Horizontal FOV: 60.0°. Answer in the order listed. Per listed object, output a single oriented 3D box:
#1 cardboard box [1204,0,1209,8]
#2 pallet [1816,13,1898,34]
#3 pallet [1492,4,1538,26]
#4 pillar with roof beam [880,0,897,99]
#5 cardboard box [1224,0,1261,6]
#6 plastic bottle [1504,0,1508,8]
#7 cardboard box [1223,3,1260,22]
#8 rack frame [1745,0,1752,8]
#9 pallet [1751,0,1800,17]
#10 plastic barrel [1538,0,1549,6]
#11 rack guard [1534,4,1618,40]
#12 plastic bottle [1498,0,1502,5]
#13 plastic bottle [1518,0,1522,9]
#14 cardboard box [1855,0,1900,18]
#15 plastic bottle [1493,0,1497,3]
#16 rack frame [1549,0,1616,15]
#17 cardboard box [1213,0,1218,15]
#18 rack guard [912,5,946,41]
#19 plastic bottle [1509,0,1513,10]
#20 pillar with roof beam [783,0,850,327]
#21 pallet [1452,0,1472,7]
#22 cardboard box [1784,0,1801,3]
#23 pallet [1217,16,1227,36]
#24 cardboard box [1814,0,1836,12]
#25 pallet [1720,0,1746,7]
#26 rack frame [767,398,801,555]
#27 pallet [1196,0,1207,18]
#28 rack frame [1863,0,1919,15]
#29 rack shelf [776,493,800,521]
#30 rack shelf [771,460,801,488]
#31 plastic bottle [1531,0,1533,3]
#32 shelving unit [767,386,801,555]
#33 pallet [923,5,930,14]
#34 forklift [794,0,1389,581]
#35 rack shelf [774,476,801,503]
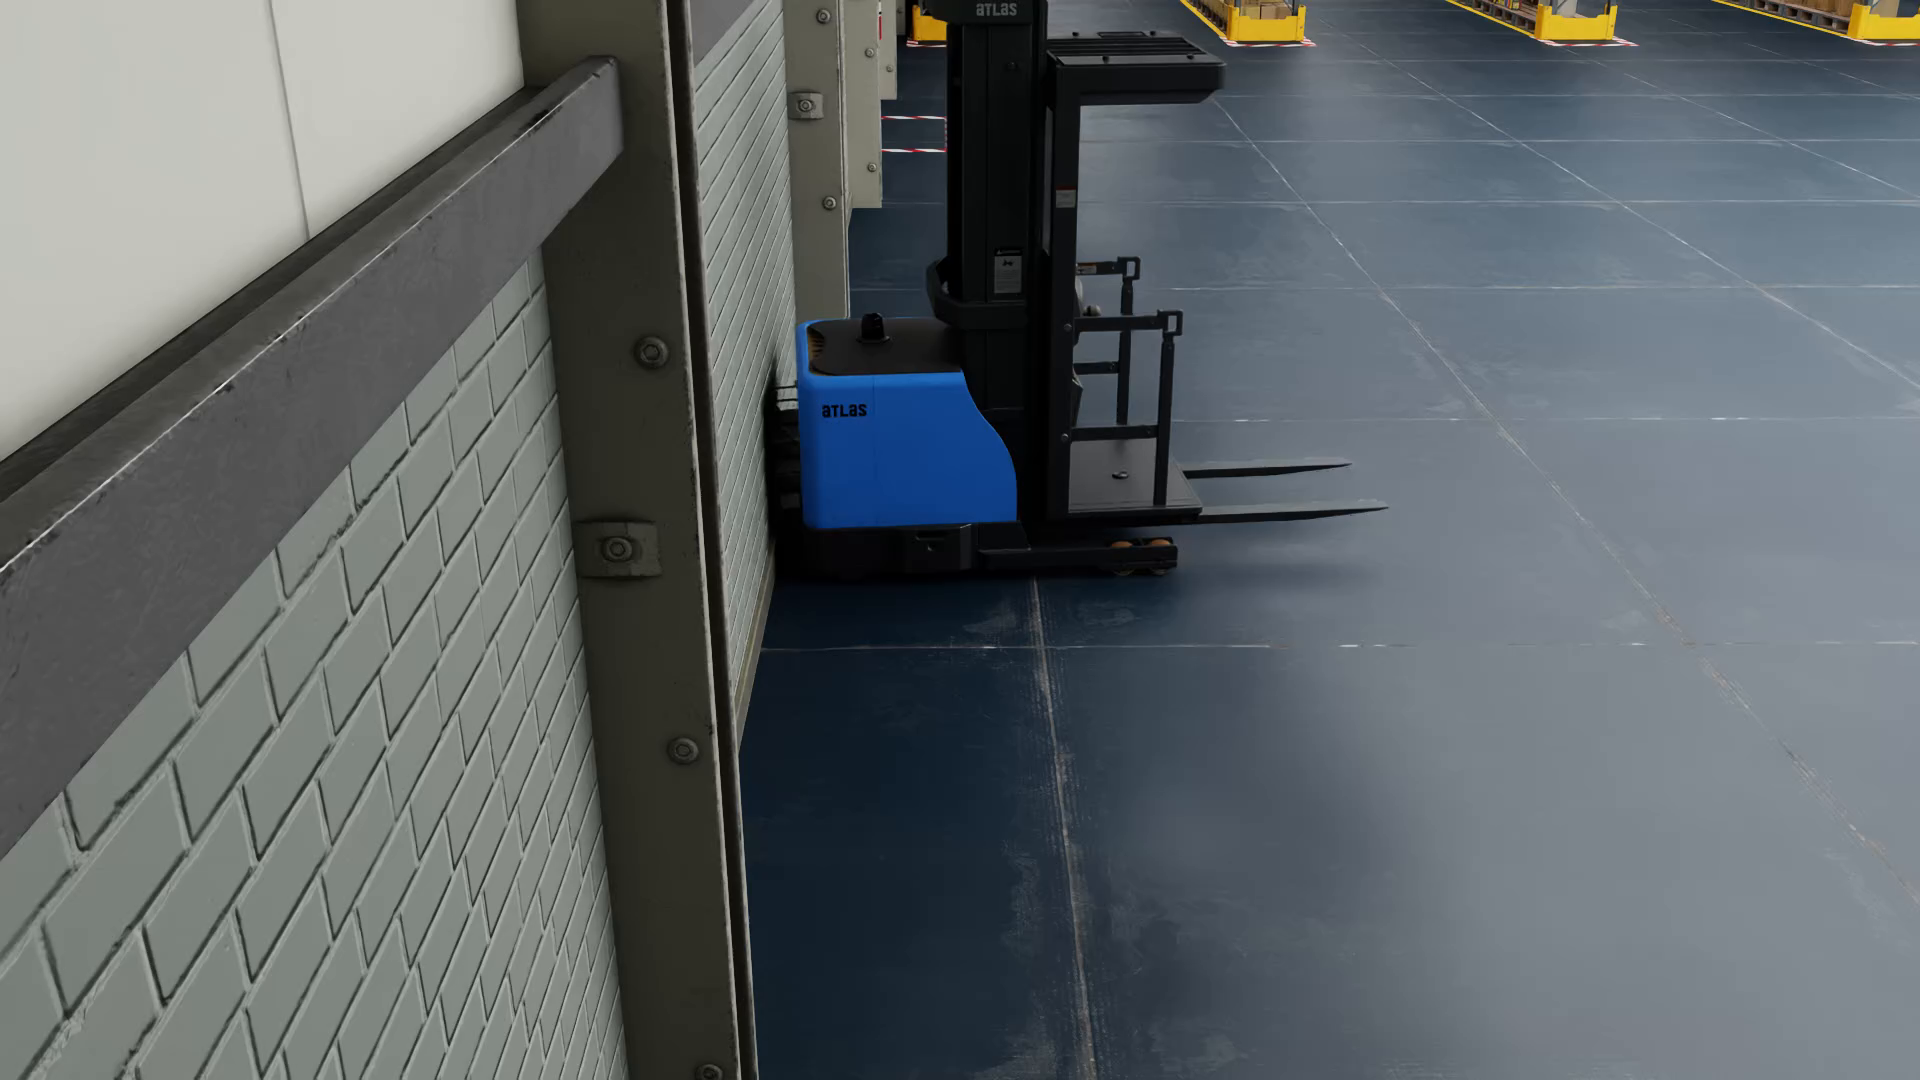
[{"bbox_3d":[4.455,-9.243,28.373,0.500,0.250,0.500,0,24,-1],"label":"cardboard box"},{"bbox_3d":[14.727,-8.399,27.064,1.003,0.211,1.213,0,24,-1],"label":"pallet"},{"bbox_3d":[9.687,-8.878,28.123,1.003,0.211,1.213,0,24,-1],"label":"pallet"},{"bbox_3d":[3.340,-9.801,19.501,9.100,9.000,0.400,0,24,-1],"label":"pillar with roof beam"},{"bbox_3d":[4.493,-8.760,26.396,0.500,0.500,0.500,0,24,-1],"label":"cardboard box"},{"bbox_3d":[9.314,-9.156,28.127,0.152,0.276,0.135,-1,24,-2],"label":"plastic bottle"},{"bbox_3d":[4.495,-8.418,26.551,0.500,0.250,0.500,0,24,-1],"label":"cardboard box"},{"bbox_3d":[14.658,-10.952,29.324,1.000,3.000,0.127,0,24,-1],"label":"rack frame"},{"bbox_3d":[14.701,-9.404,29.287,1.003,0.211,1.213,0,24,-1],"label":"pallet"},{"bbox_3d":[9.660,-8.816,27.112,0.421,0.512,0.421,0,24,0],"label":"plastic barrel"},{"bbox_3d":[9.701,-8.173,26.215,1.175,0.500,0.348,0,24,-1],"label":"rack guard"},{"bbox_3d":[9.306,-9.335,28.431,0.144,0.351,0.185,0,24,-1],"label":"plastic bottle"},{"bbox_3d":[9.422,-9.103,28.000,0.061,0.283,0.133,0,24,-1],"label":"plastic bottle"},{"bbox_3d":[14.712,-8.613,26.678,0.500,0.500,0.500,4,25,9],"label":"cardboard box"},{"bbox_3d":[9.262,-9.412,28.682,0.061,0.283,0.133,1,24,2],"label":"plastic bottle"},{"bbox_3d":[9.749,-9.281,25.631,1.000,3.000,0.127,0,24,-1],"label":"rack frame"},{"bbox_3d":[4.470,-8.830,27.462,0.500,0.250,0.500,0,24,-1],"label":"cardboard box"},{"bbox_3d":[-0.158,-8.129,26.117,1.175,0.500,0.348,0,24,-1],"label":"rack guard"},{"bbox_3d":[9.271,-9.047,27.875,0.061,0.283,0.133,0,24,1],"label":"plastic bottle"},{"bbox_3d":[3.471,-4.857,8.568,9.100,9.000,0.400,0,24,-1],"label":"pillar with roof beam"},{"bbox_3d":[9.658,-9.982,30.565,1.003,0.211,1.213,0,24,-1],"label":"pallet"},{"bbox_3d":[14.636,-9.603,28.866,0.500,0.500,0.500,8,25,16],"label":"cardboard box"},{"bbox_3d":[4.746,-8.305,26.856,1.003,0.211,1.213,0,24,-1],"label":"pallet"},{"bbox_3d":[14.683,-9.117,27.793,0.500,0.500,0.500,2,24,4],"label":"cardboard box"},{"bbox_3d":[14.648,-10.002,30.608,1.003,0.211,1.213,0,24,-1],"label":"pallet"},{"bbox_3d":[-0.826,-0.341,8.400,0.240,0.900,0.006,-6,24,-1],"label":"rack frame"},{"bbox_3d":[4.719,-9.310,29.079,1.003,0.211,1.213,0,24,-1],"label":"pallet"},{"bbox_3d":[14.702,-9.303,25.680,1.000,3.000,0.127,0,24,-1],"label":"rack frame"},{"bbox_3d":[-0.811,-0.187,8.579,0.258,0.077,0.200,-6,24,-1],"label":"rack shelf"},{"bbox_3d":[-0.828,-0.351,8.506,0.258,0.077,0.200,-6,24,-1],"label":"rack shelf"},{"bbox_3d":[9.904,-9.405,28.667,0.061,0.283,0.133,0,24,-1],"label":"plastic bottle"},{"bbox_3d":[-0.831,-0.381,8.493,0.258,0.900,0.210,-6,24,-1],"label":"shelving unit"},{"bbox_3d":[-0.142,-8.834,28.025,1.003,0.211,1.213,0,24,-1],"label":"pallet"},{"bbox_3d":[0.677,-1.375,8.233,3.031,2.935,1.130,-2,24,-5],"label":"forklift"},{"bbox_3d":[-0.819,-0.269,8.543,0.258,0.077,0.200,-6,24,-1],"label":"rack shelf"}]
